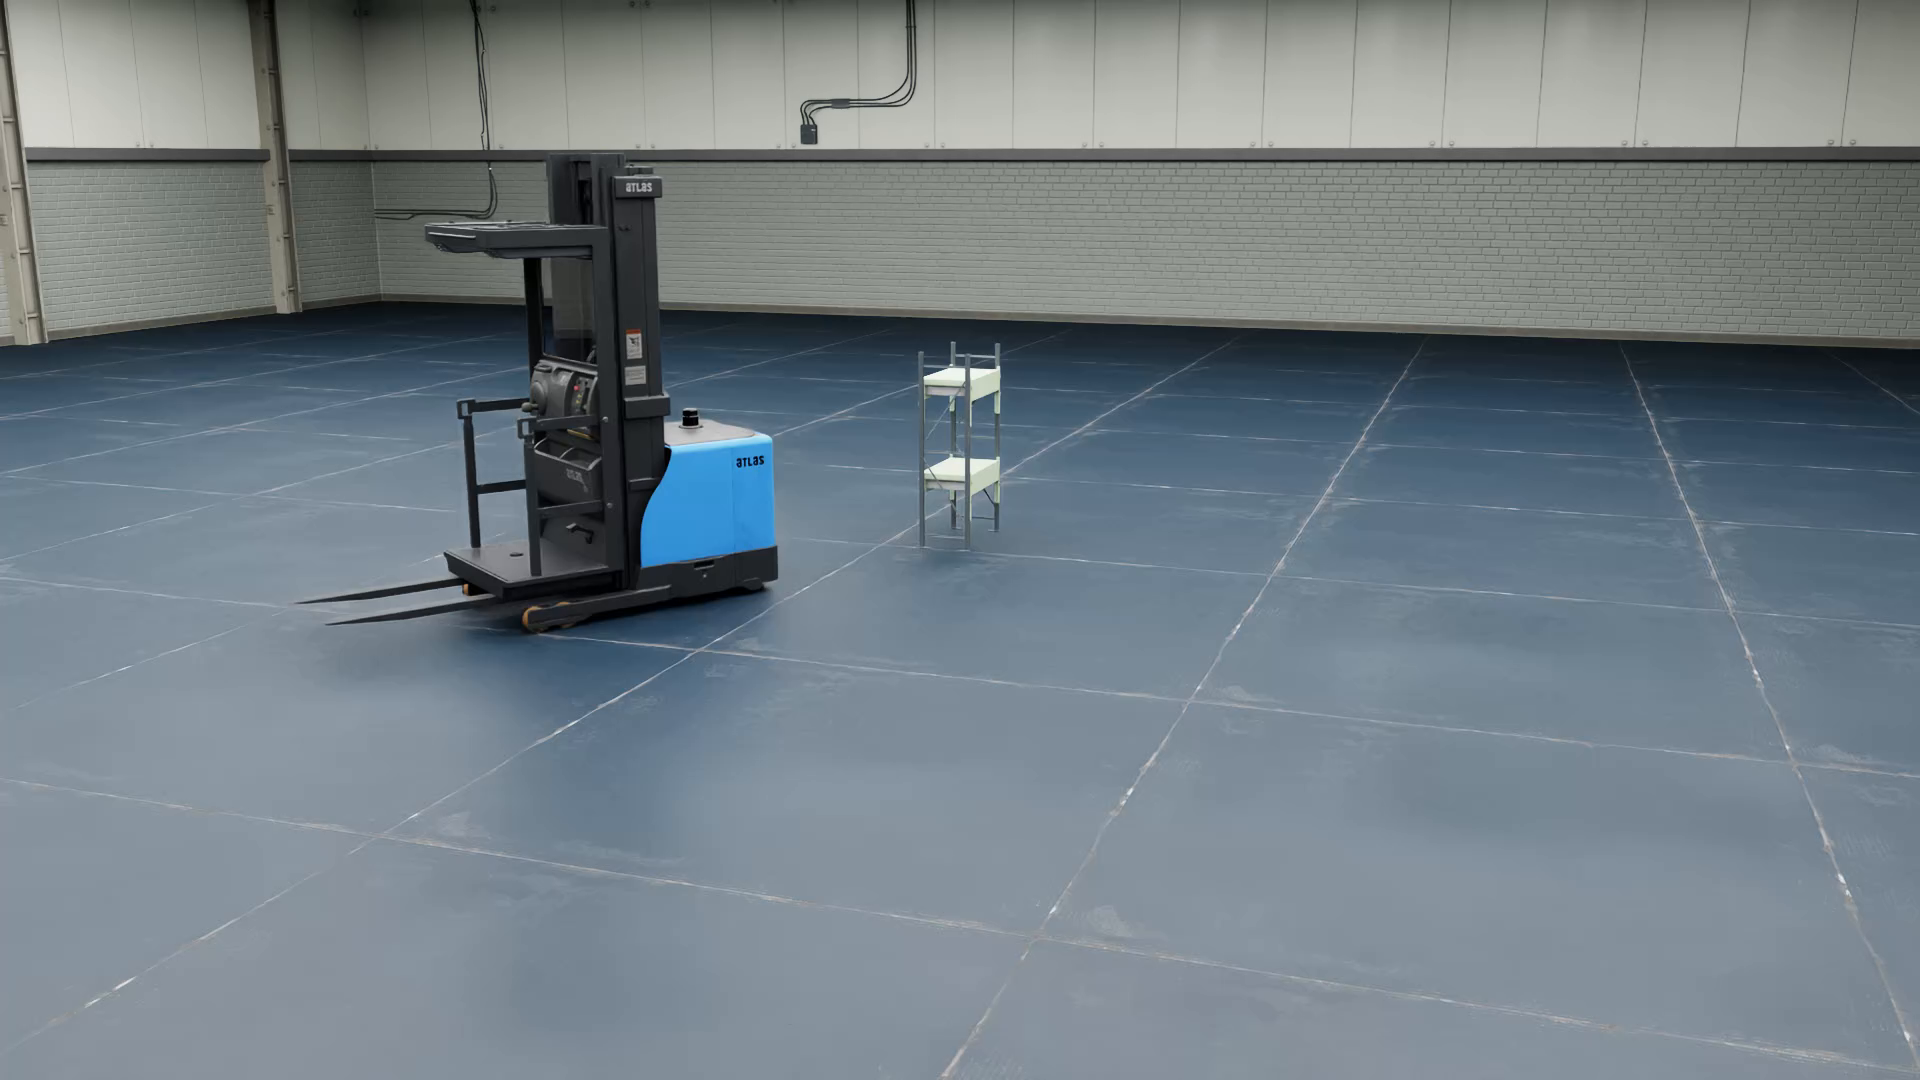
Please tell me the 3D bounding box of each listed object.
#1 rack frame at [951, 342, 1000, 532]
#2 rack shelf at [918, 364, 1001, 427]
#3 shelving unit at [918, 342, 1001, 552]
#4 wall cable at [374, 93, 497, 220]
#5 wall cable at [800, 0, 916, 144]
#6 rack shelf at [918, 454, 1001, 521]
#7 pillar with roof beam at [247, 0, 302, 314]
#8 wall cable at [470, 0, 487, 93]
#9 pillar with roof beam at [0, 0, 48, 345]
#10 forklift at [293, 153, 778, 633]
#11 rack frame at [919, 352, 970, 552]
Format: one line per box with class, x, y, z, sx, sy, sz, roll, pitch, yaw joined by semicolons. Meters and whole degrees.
rack frame;0.121;-0.810;13.165;0.400;1.500;0.023;4;14;18
rack shelf;0.002;-1.113;12.740;0.431;0.370;0.720;4;14;18
shelving unit;0.002;-0.733;12.827;0.431;1.500;0.755;4;14;18
wall cable;-10.882;-7.838;34.085;3.097;2.526;0.112;4;14;18
wall cable;-1.904;-10.323;30.351;2.305;6.003;0.169;4;14;18
rack shelf;0.002;-0.415;12.900;0.431;0.370;0.720;4;14;18
pillar with roof beam;-9.013;-8.517;30.081;9.100;9.000;0.400;4;14;18
wall cable;-8.322;-10.106;32.669;3.097;2.526;0.112;4;14;18
pillar with roof beam;-10.954;-7.254;24.546;9.100;9.000;0.400;4;14;18
forklift;-2.737;-0.978;10.687;3.031;2.935;1.130;-10;16;-36
rack frame;-0.116;-0.656;12.490;0.400;1.500;0.023;4;14;18
